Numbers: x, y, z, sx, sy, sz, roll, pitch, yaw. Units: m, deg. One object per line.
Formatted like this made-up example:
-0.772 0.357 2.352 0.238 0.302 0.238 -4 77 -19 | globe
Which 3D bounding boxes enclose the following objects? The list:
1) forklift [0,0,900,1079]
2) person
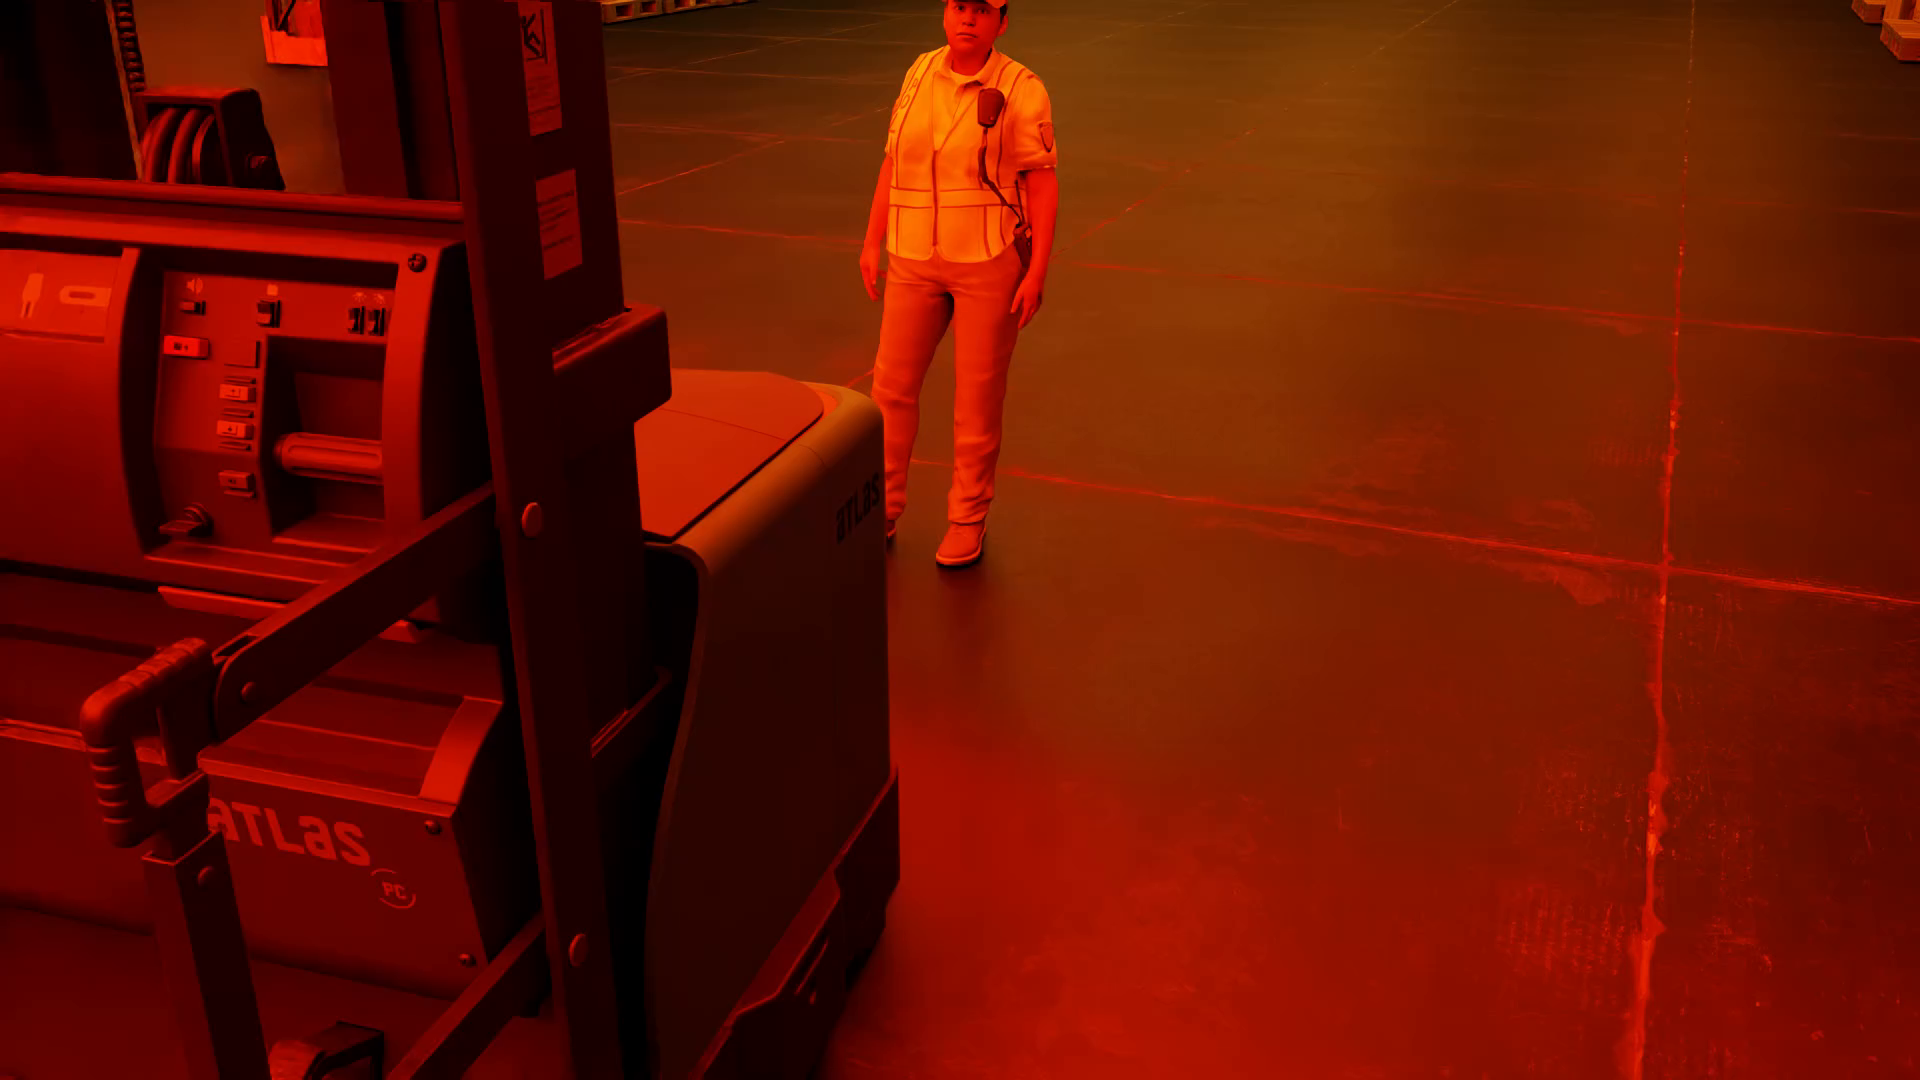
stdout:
-1.041 -0.147 1.644 1.130 2.935 3.031 7 24 16 | forklift
-0.050 -0.752 4.711 0.599 1.670 0.529 9 24 21 | person
